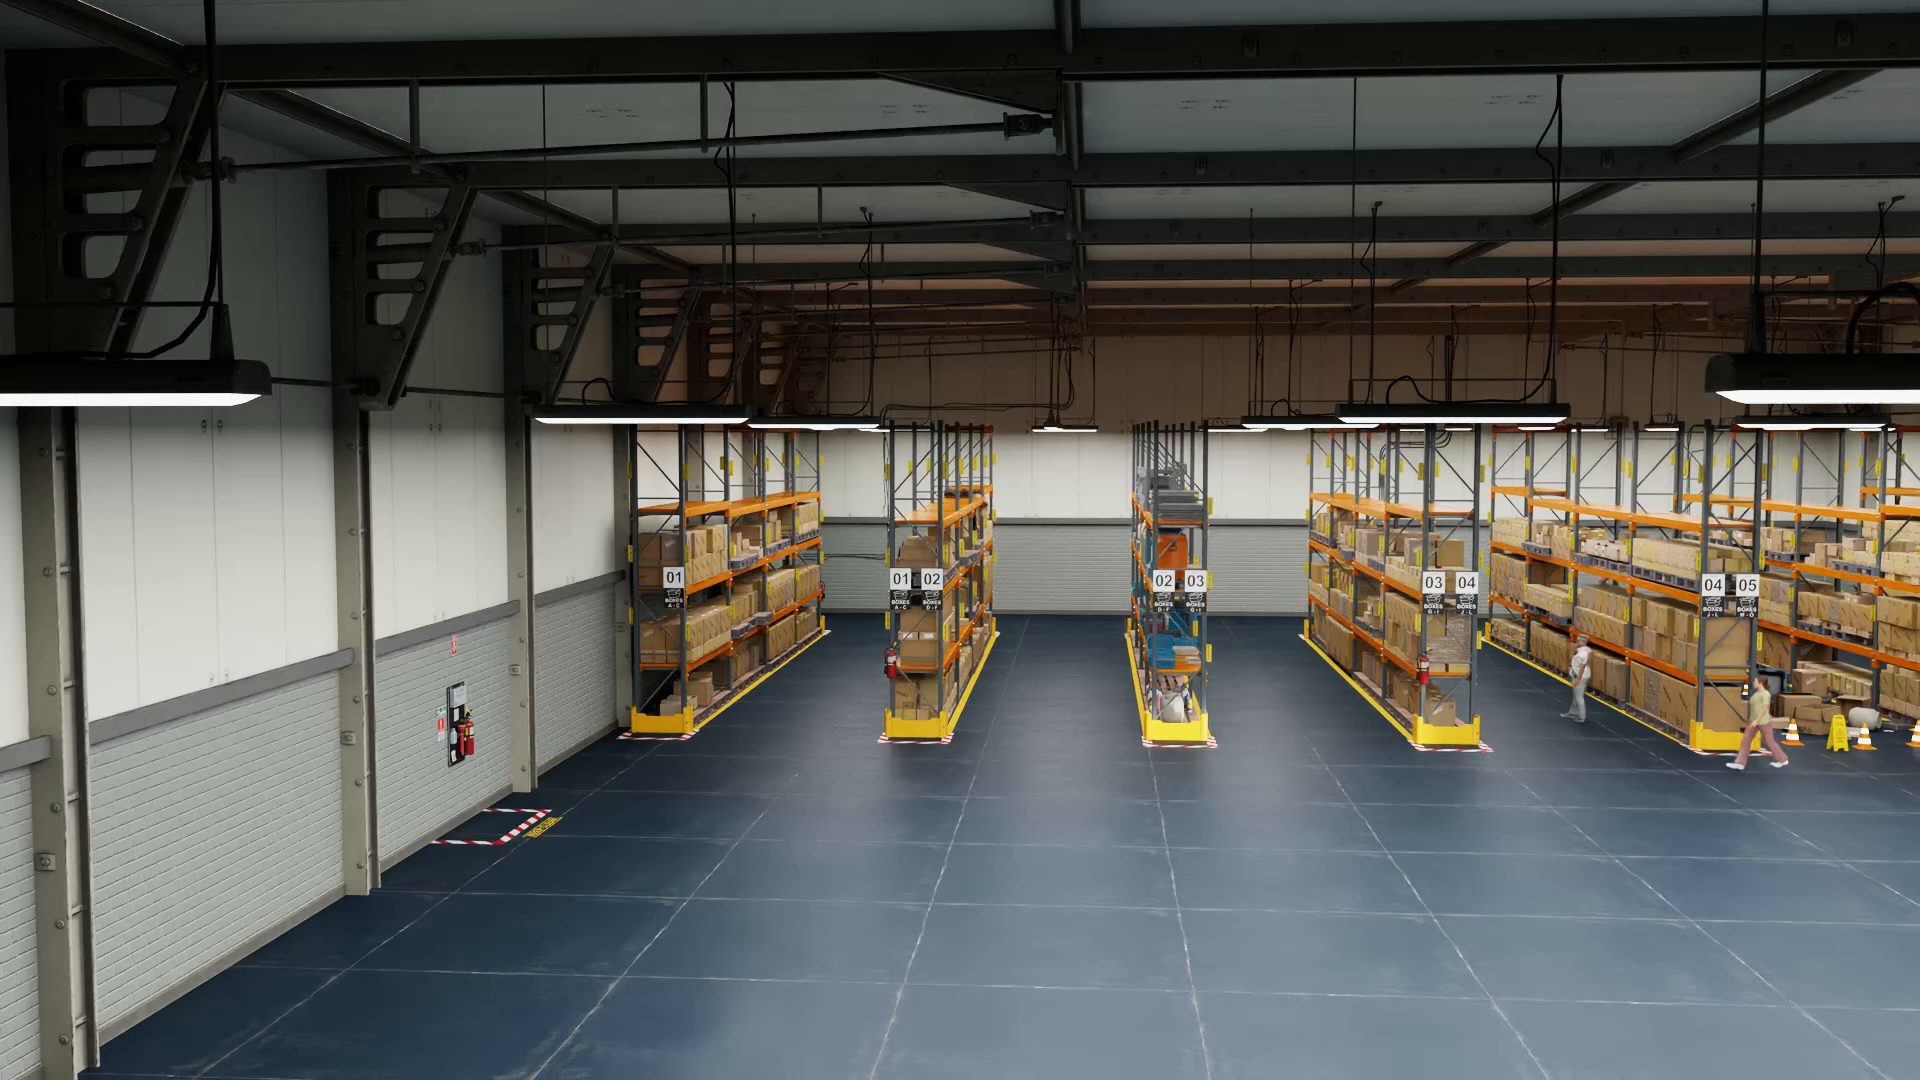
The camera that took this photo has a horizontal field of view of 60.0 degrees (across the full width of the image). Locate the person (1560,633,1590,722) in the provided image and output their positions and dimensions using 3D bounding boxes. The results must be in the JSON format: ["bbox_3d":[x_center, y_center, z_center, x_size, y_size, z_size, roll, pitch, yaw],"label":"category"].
[{"bbox_3d":[12.328,2.743,33.351,0.630,1.763,0.550,3,5,38],"label":"person"}]

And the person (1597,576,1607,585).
[{"bbox_3d":[18.463,1.850,47.802,0.908,1.678,0.556,-1,4,-10],"label":"person"}]

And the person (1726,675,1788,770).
[{"bbox_3d":[13.628,3.111,28.332,1.024,1.630,0.411,-1,4,-16],"label":"person"}]
